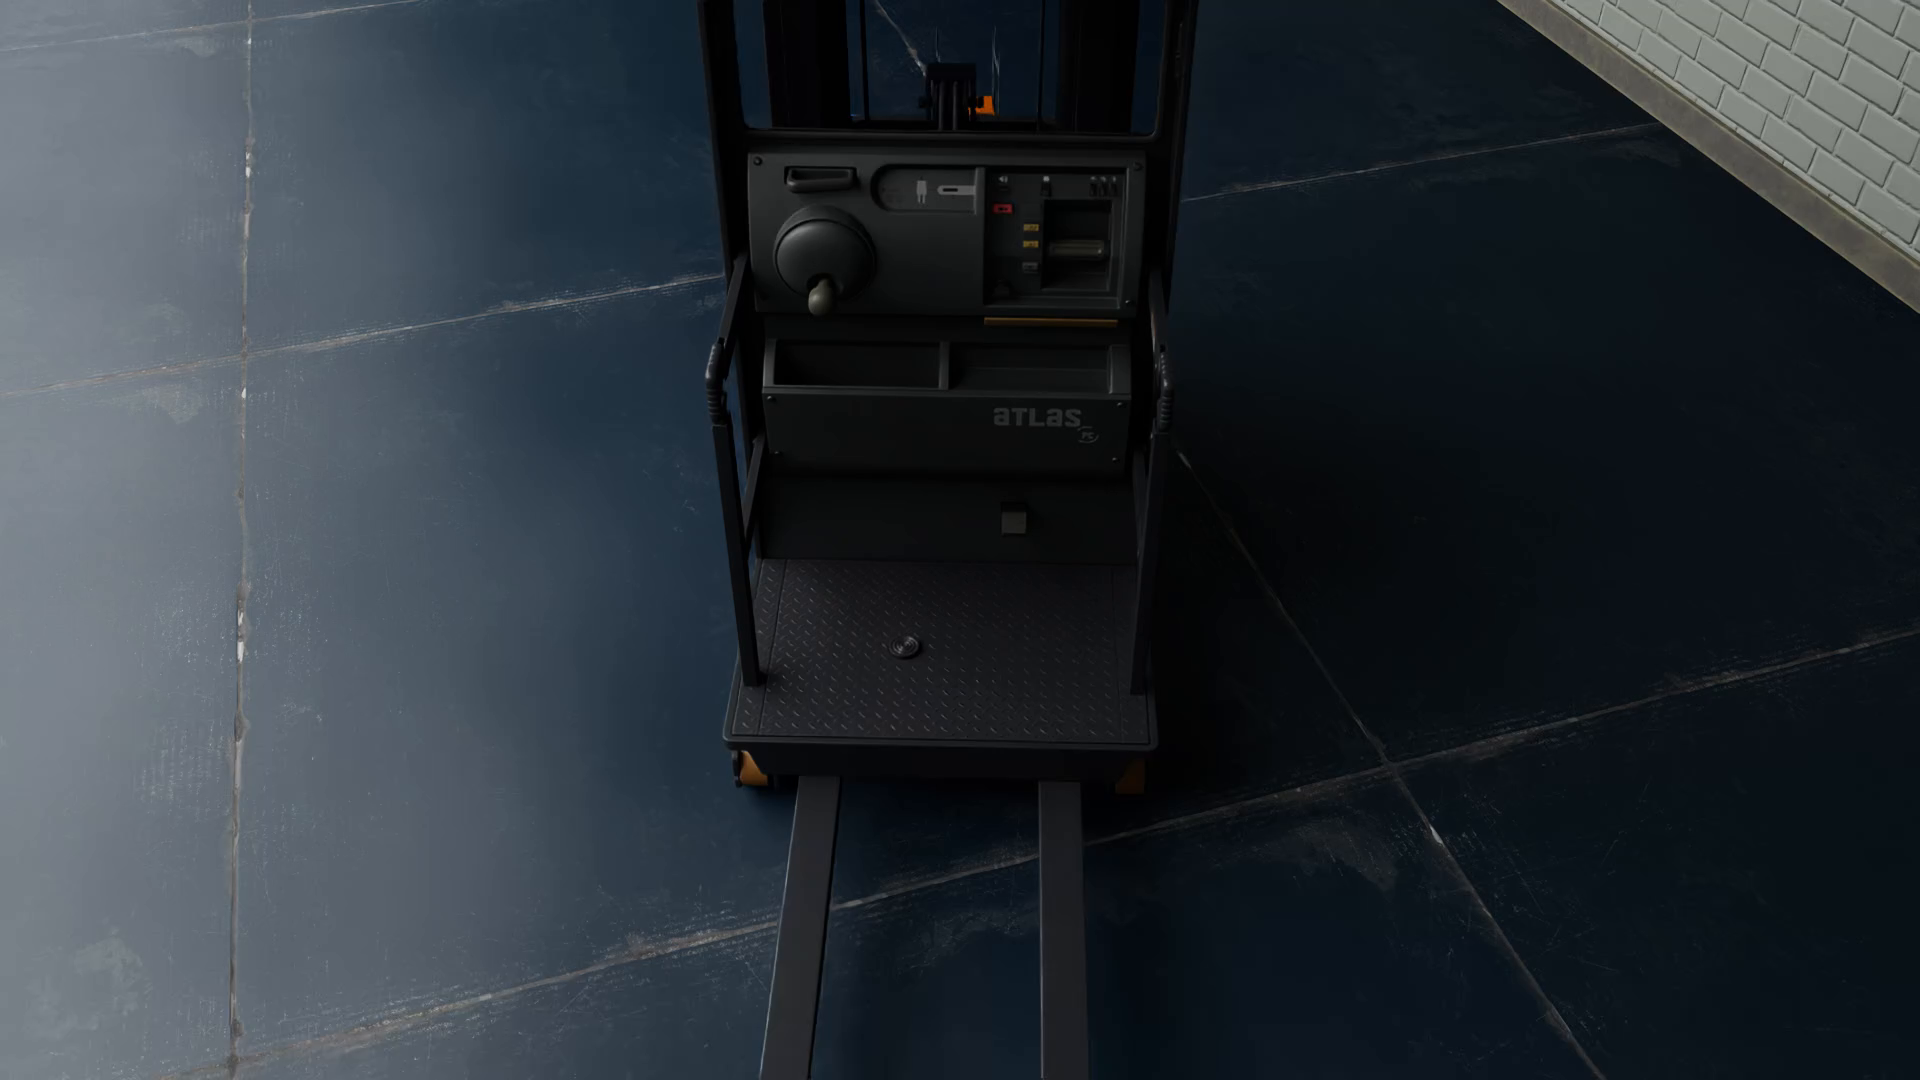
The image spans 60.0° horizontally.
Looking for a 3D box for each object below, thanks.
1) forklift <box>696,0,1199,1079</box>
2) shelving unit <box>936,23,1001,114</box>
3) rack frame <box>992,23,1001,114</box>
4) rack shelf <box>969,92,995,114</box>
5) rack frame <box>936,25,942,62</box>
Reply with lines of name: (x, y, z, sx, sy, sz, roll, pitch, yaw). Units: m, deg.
forklift: (-0.036, -0.638, 3.753, 1.130, 2.935, 3.031, 1, 41, 1)
shelving unit: (0.027, -1.104, 5.592, 0.189, 1.200, 0.258, -3, 38, -3)
rack frame: (0.118, -1.108, 5.597, 0.006, 1.200, 0.240, -3, 38, -3)
rack shelf: (0.025, -1.352, 5.396, 0.180, 0.103, 0.258, -3, 38, -3)
rack frame: (-0.065, -1.100, 5.587, 0.006, 1.200, 0.240, -3, 38, -3)
